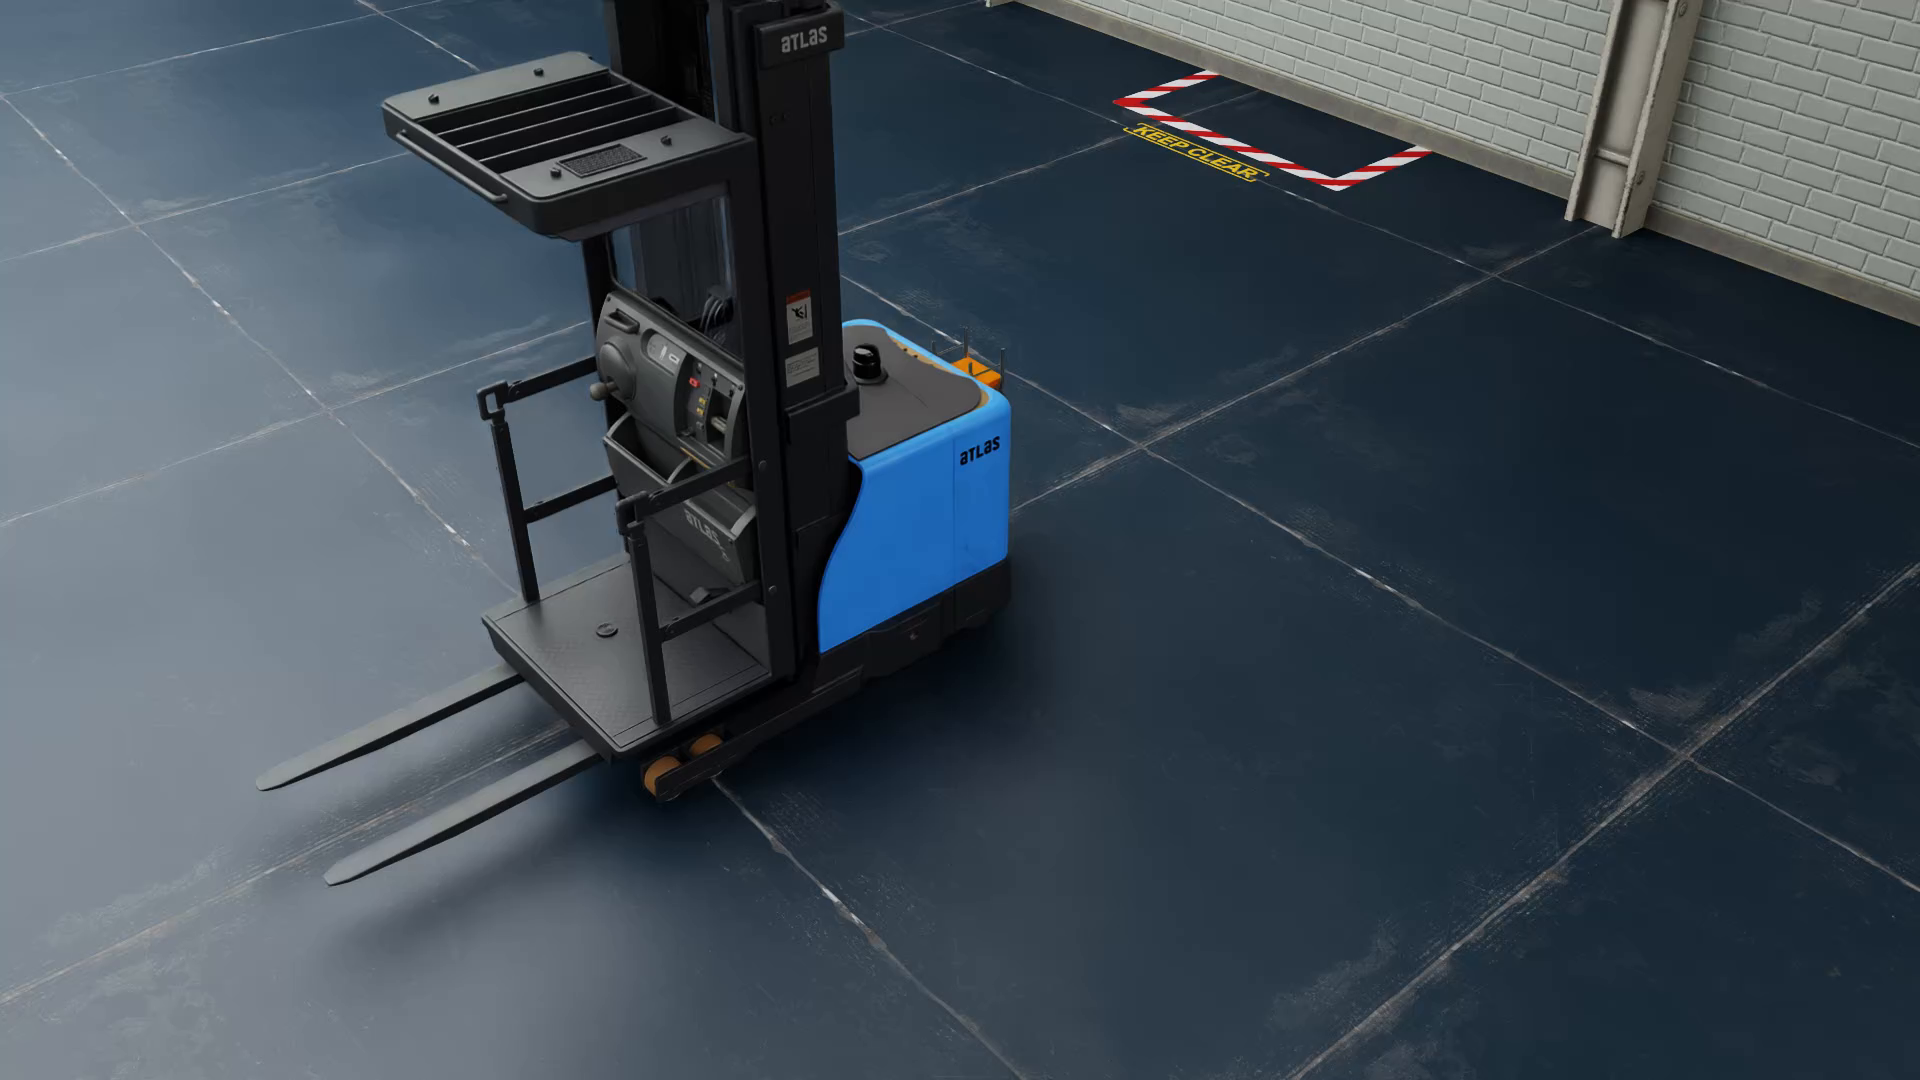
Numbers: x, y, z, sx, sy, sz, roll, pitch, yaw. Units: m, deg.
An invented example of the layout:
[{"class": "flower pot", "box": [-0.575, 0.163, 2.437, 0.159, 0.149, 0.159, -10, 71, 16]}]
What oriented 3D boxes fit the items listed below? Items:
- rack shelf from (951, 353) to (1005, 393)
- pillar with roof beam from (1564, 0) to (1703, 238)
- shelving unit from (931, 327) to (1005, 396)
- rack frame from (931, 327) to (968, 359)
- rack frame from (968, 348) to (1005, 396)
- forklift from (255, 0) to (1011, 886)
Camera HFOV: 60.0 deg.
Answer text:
[{"class": "rack shelf", "box": [0.035, -0.628, 7.255, 0.215, 0.259, 0.240, -26, 43, -32]}, {"class": "pillar with roof beam", "box": [0.828, -4.098, 5.750, 9.100, 9.000, 0.400, -26, 43, -32]}, {"class": "shelving unit", "box": [0.035, -0.405, 7.413, 0.215, 1.050, 0.252, -26, 43, -32]}, {"class": "rack frame", "box": [-0.044, -0.459, 7.489, 0.200, 1.050, 0.008, -26, 43, -32]}, {"class": "rack frame", "box": [0.113, -0.351, 7.337, 0.200, 1.050, 0.008, -26, 43, -32]}, {"class": "forklift", "box": [-1.226, -0.546, 5.985, 3.031, 2.935, 1.130, -26, 43, -32]}]
